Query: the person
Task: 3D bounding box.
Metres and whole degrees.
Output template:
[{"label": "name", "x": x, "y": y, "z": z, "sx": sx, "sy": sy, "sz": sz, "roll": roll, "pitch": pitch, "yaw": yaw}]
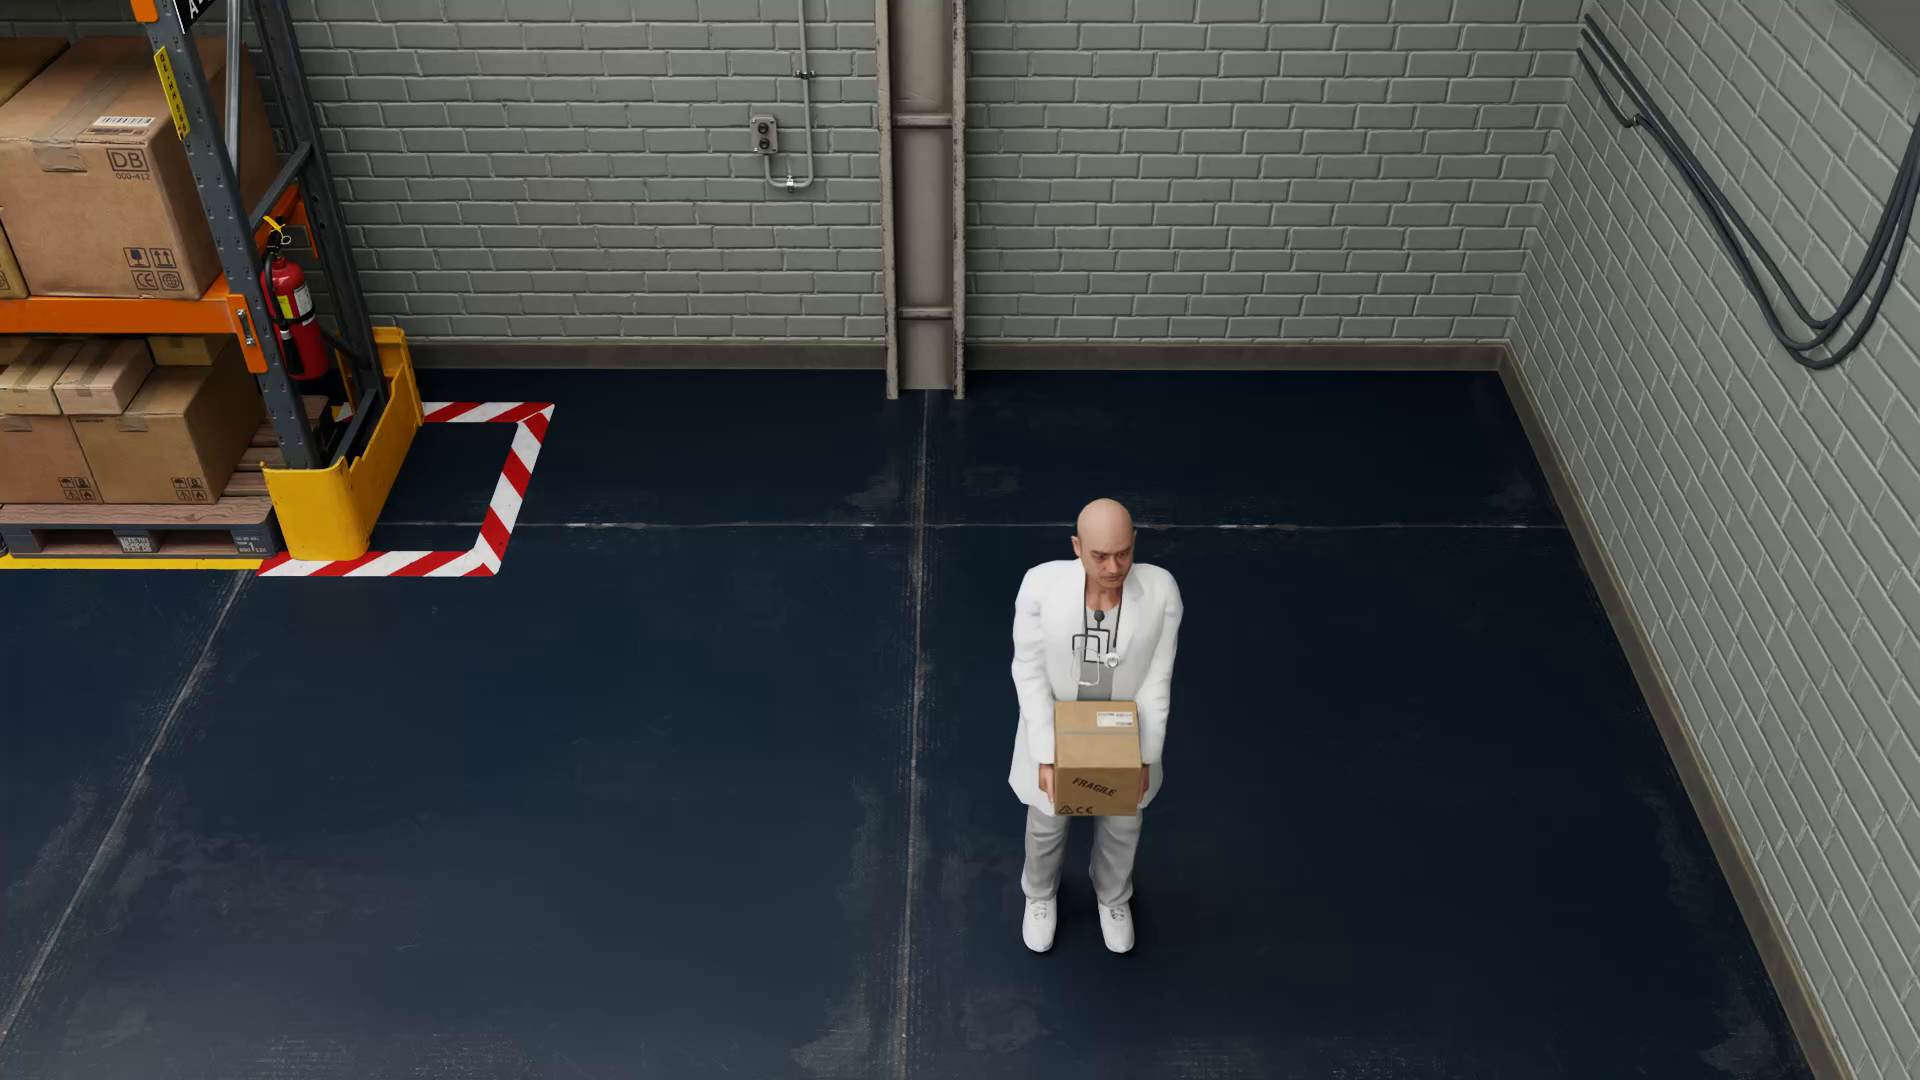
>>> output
[{"label": "person", "x": 0.422, "y": 0.689, "z": 5.321, "sx": 0.526, "sy": 1.777, "sz": 0.543, "roll": 0, "pitch": 39, "yaw": 0}]
